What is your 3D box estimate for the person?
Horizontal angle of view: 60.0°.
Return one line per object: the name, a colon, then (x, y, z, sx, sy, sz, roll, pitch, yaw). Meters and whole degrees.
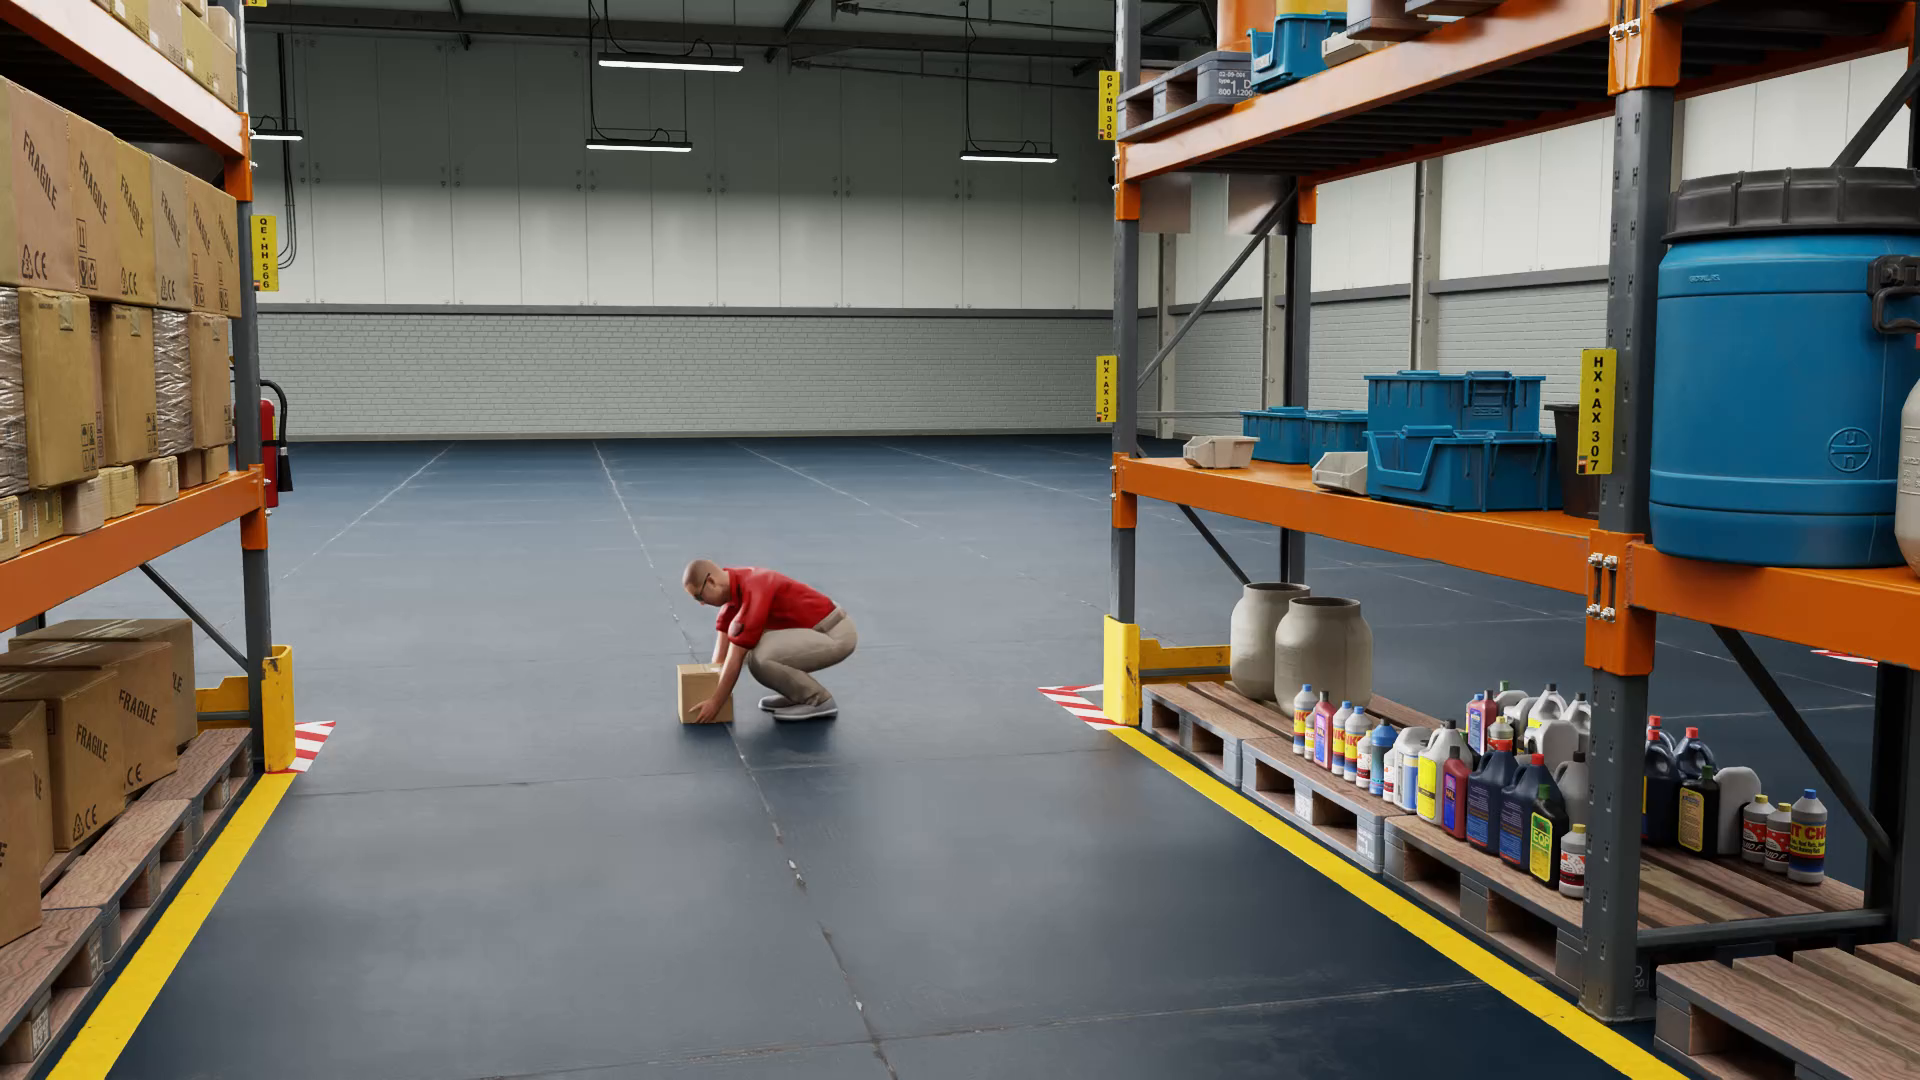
person: (-0.949, 0.501, 8.347, 0.872, 0.857, 0.540, -1, 6, -14)
